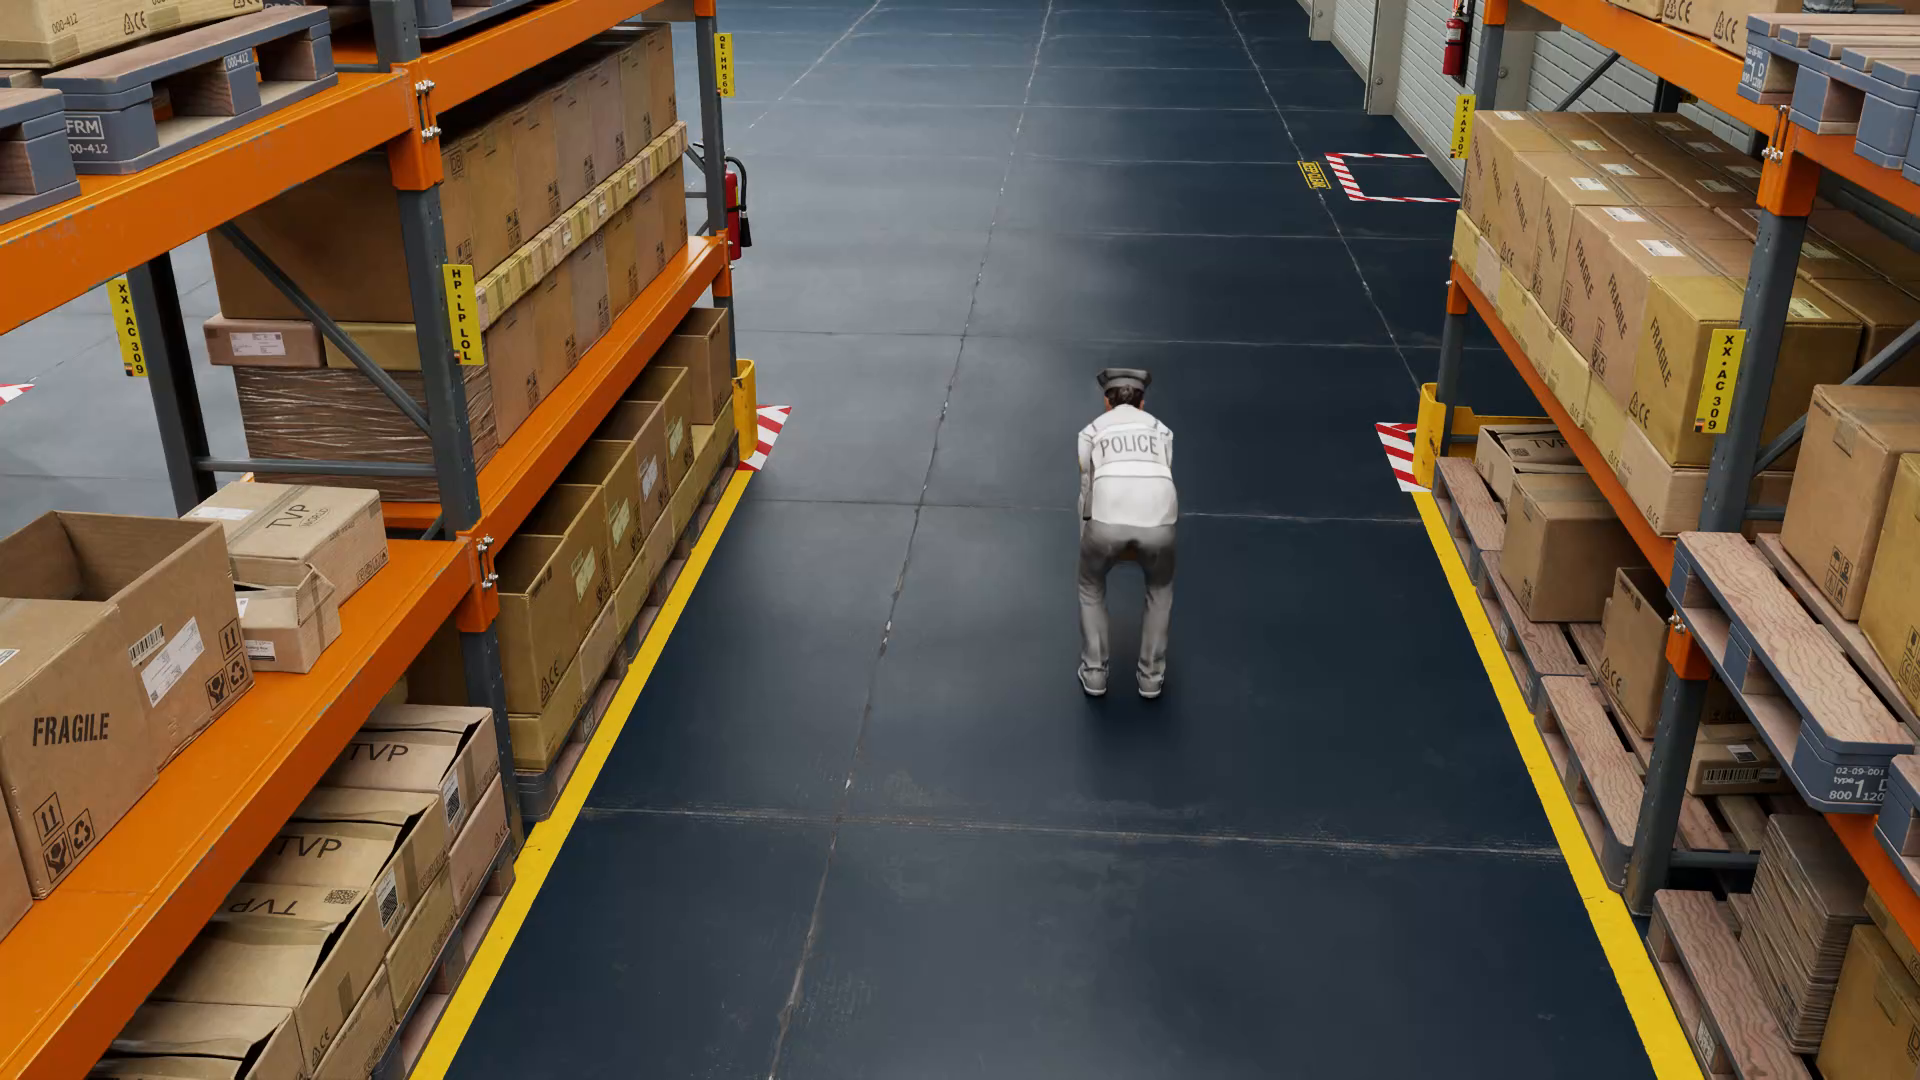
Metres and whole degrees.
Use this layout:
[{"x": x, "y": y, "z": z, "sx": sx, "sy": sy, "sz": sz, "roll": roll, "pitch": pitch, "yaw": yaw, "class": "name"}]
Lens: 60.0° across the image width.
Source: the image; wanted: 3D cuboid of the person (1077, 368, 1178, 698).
[{"x": 0.709, "y": -0.043, "z": 7.147, "sx": 0.424, "sy": 1.295, "sz": 0.879, "roll": 1, "pitch": 25, "yaw": 2, "class": "person"}]
